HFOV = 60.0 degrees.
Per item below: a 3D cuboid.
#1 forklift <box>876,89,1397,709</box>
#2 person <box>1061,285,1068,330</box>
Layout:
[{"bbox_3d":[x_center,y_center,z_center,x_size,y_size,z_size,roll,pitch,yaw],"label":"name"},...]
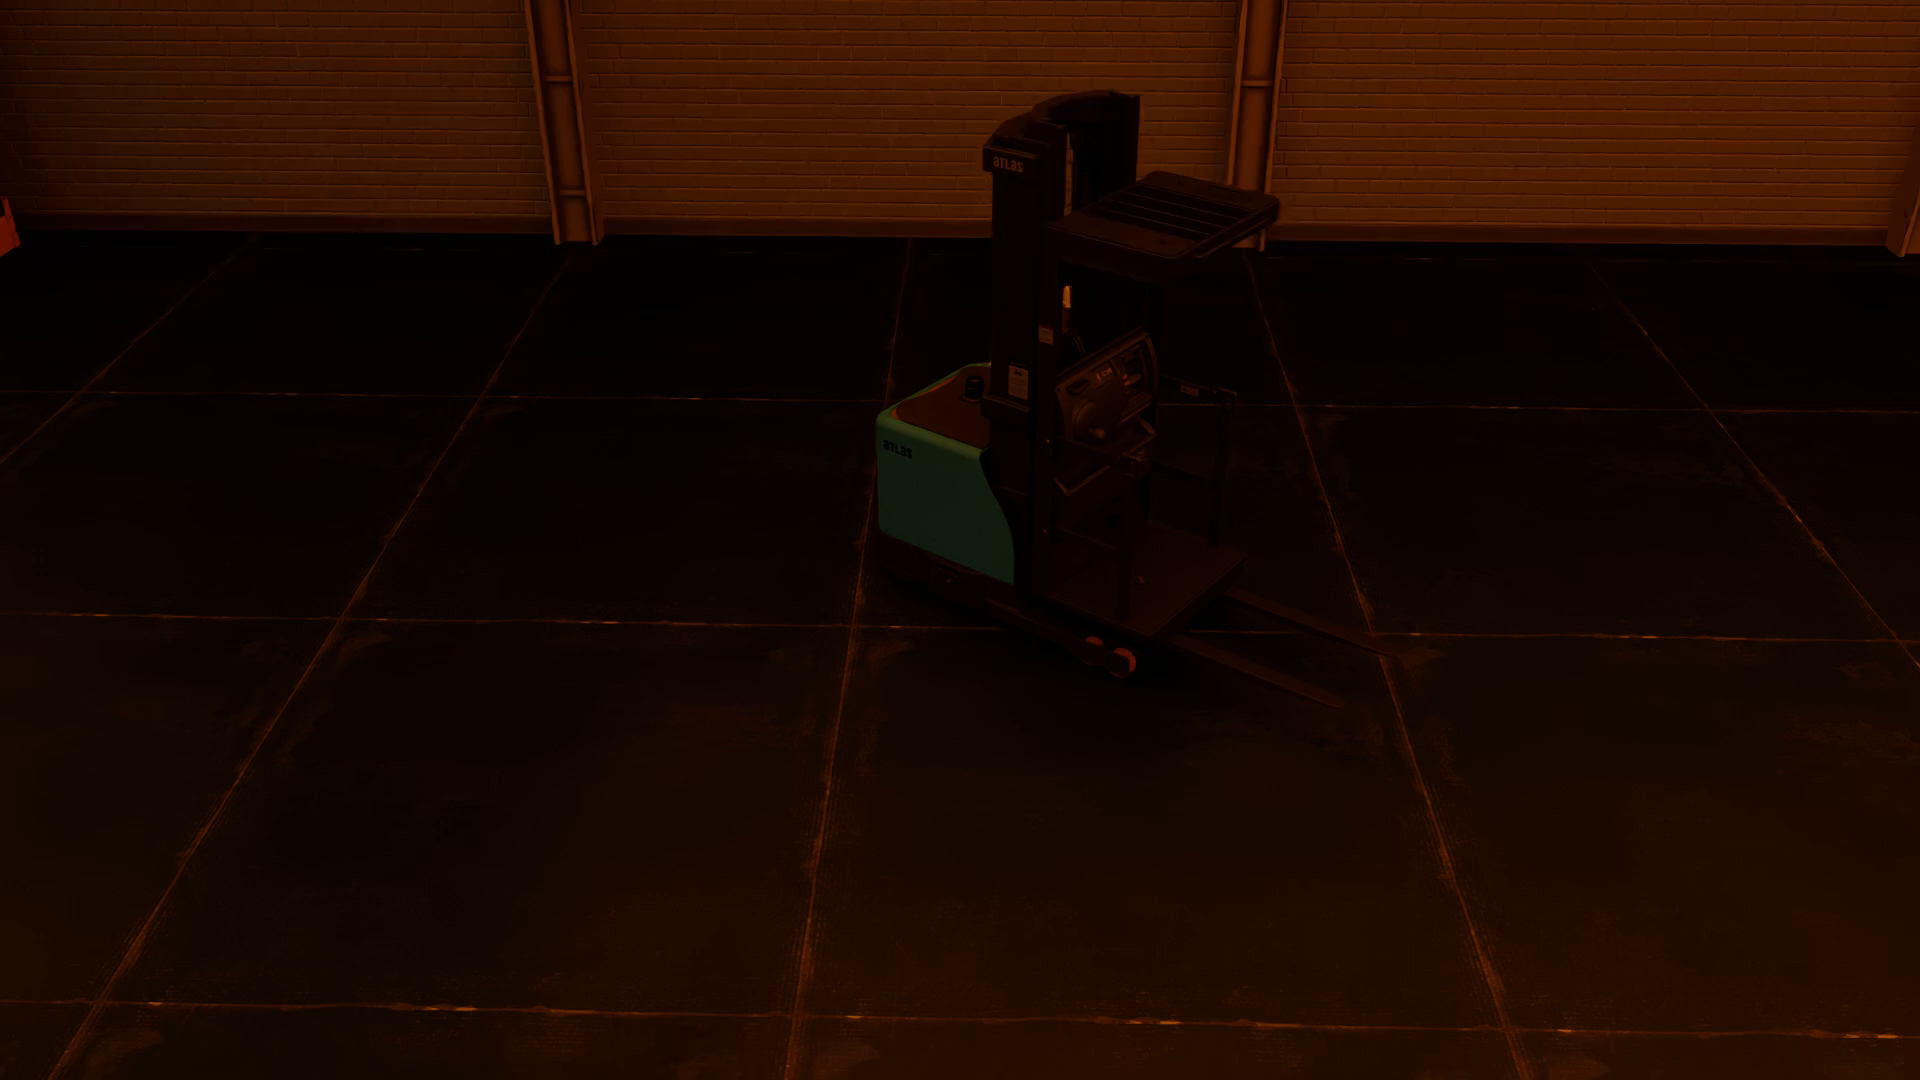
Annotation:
[{"bbox_3d":[0.973,-0.803,8.977,3.031,2.935,1.130,21,37,32],"label":"forklift"},{"bbox_3d":[0.639,-0.795,10.352,0.923,1.540,0.885,1,31,2],"label":"person"}]
